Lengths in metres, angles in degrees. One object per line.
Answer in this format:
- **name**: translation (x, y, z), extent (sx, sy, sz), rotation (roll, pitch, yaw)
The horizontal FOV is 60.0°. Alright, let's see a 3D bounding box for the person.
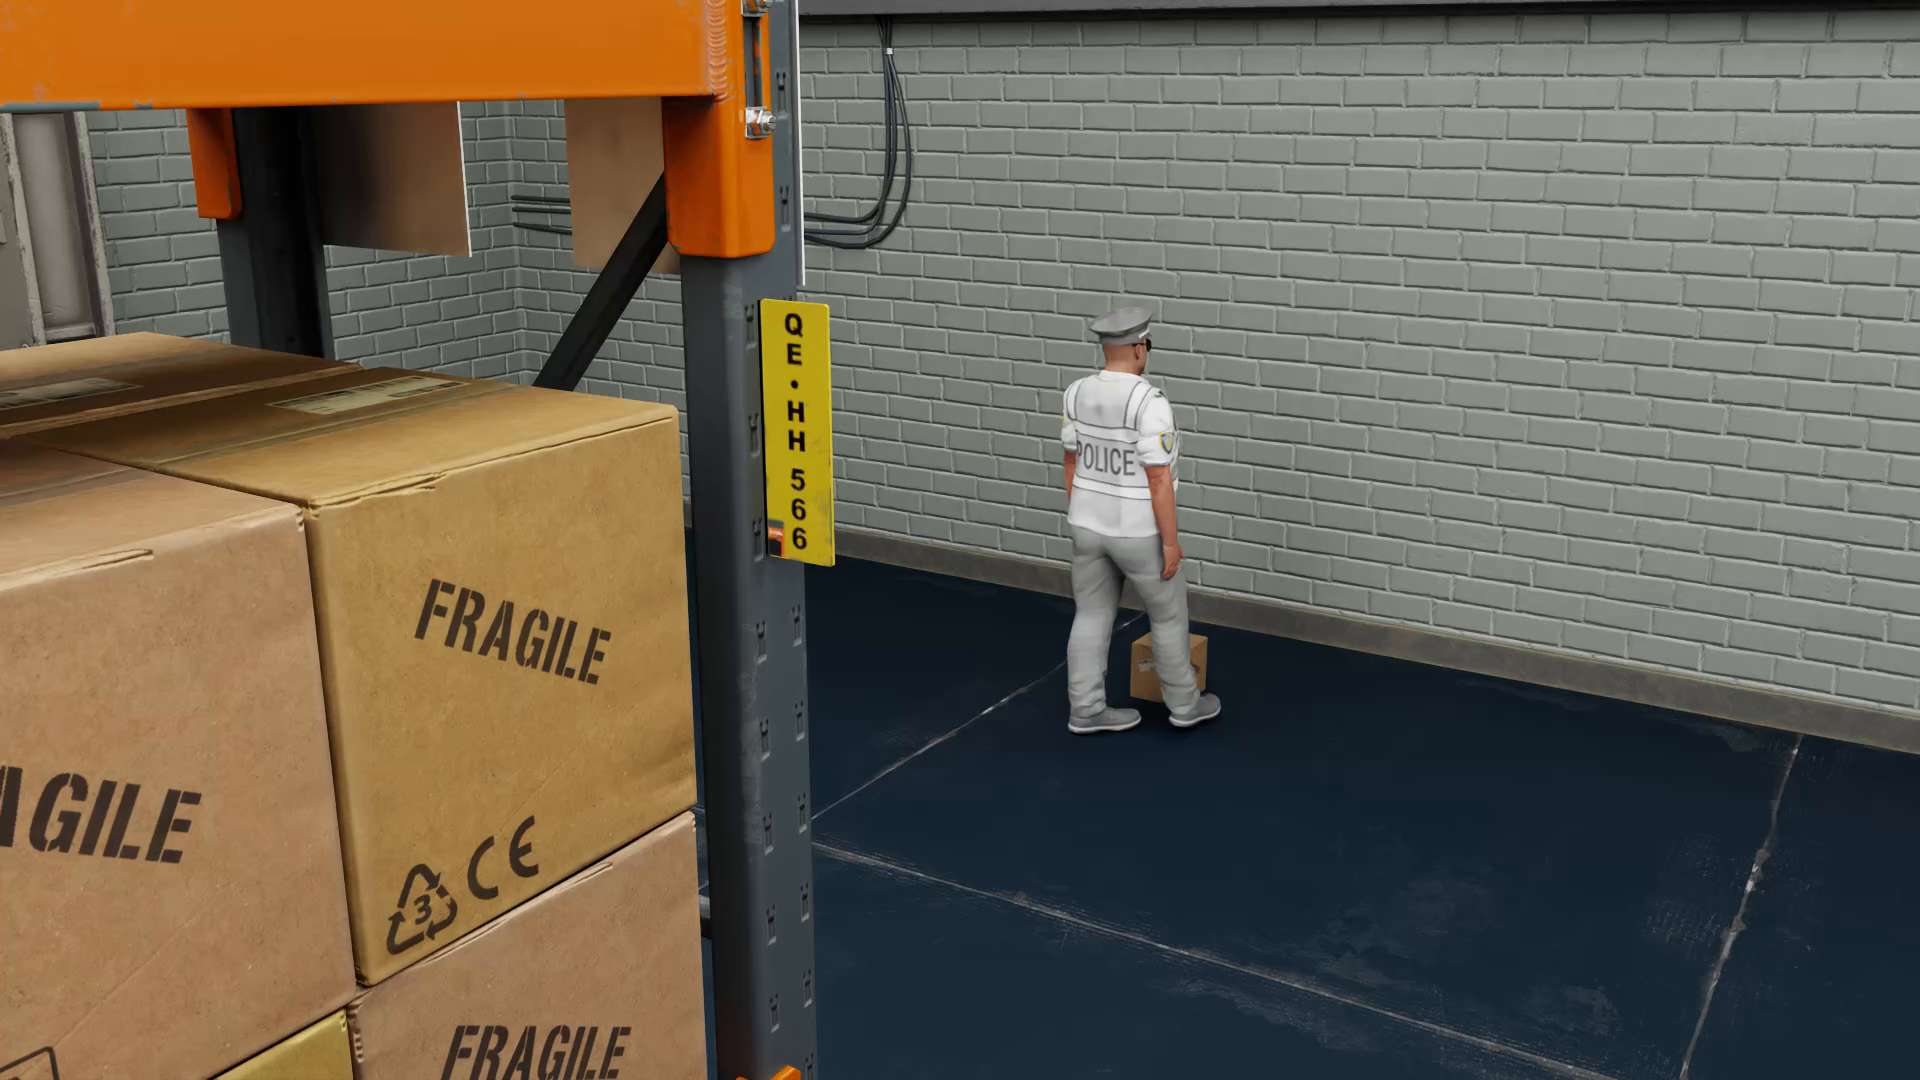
- **person**: translation (0.747, -0.081, 6.766), extent (0.544, 1.755, 0.655), rotation (13, 21, 39)
